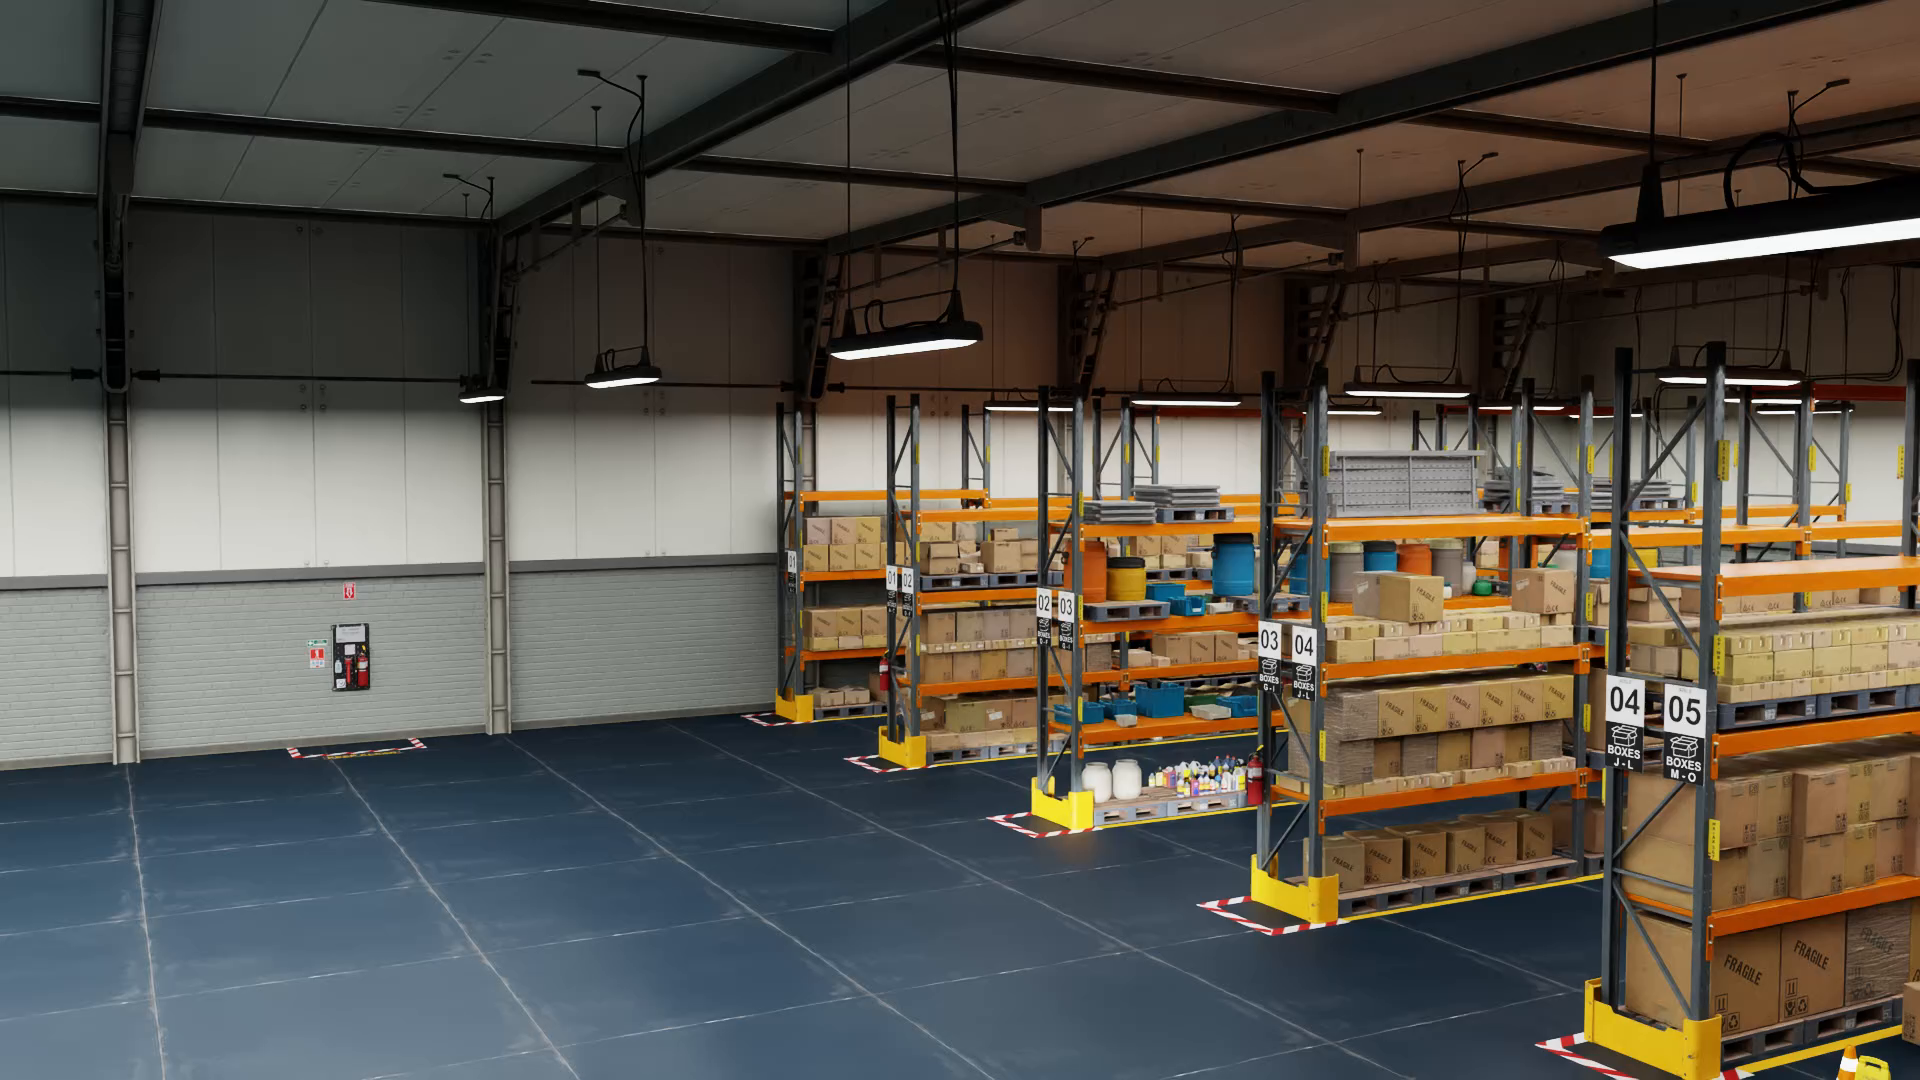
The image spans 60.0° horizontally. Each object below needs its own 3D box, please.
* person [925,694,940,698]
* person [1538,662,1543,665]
[{"bbox_3d":[-0.644,2.523,30.712,0.488,1.772,0.583,-1,3,-15],"label":"person"},{"bbox_3d":[13.216,2.178,38.594,0.948,1.593,0.446,-2,4,-31],"label":"person"}]
